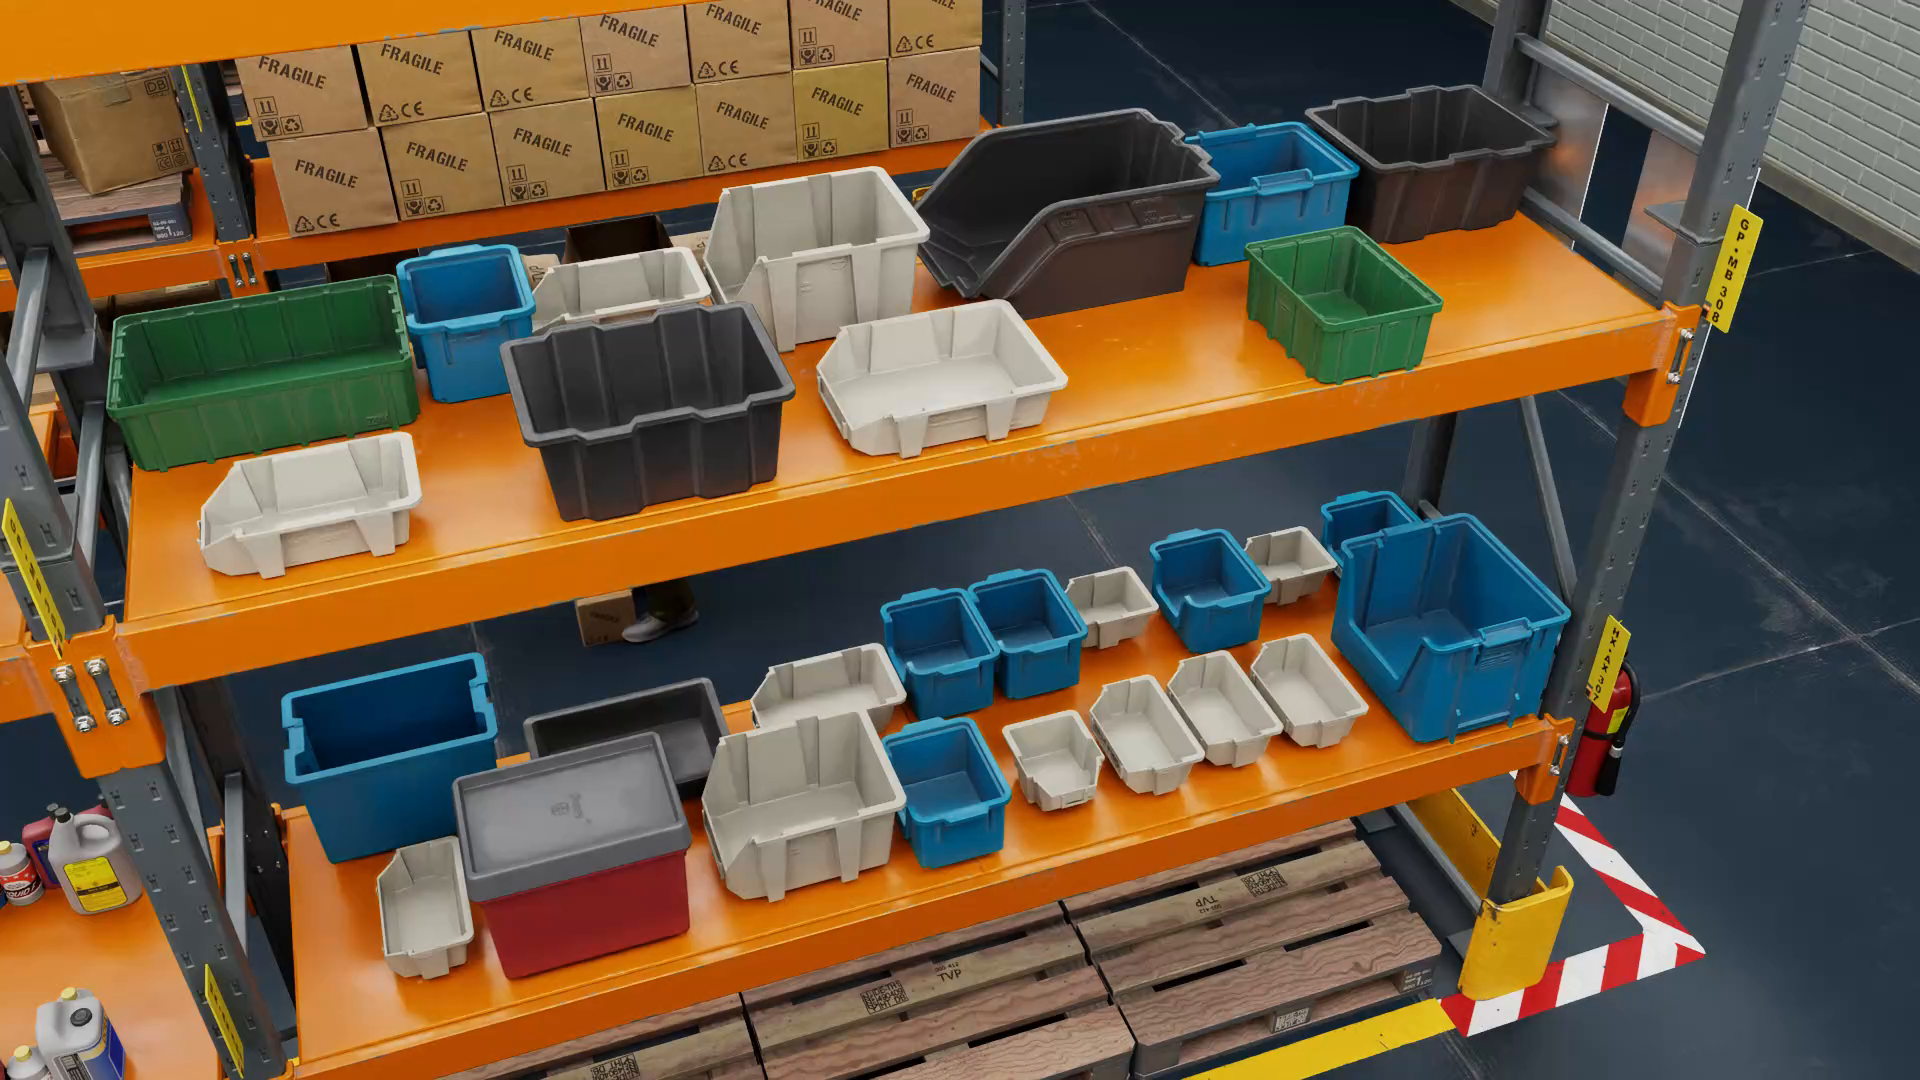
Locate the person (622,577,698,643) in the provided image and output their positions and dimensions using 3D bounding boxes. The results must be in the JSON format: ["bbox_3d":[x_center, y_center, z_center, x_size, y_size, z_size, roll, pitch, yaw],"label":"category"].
[{"bbox_3d":[-1.407,-0.363,7.277,0.428,1.772,0.638,-14,39,-18],"label":"person"}]
